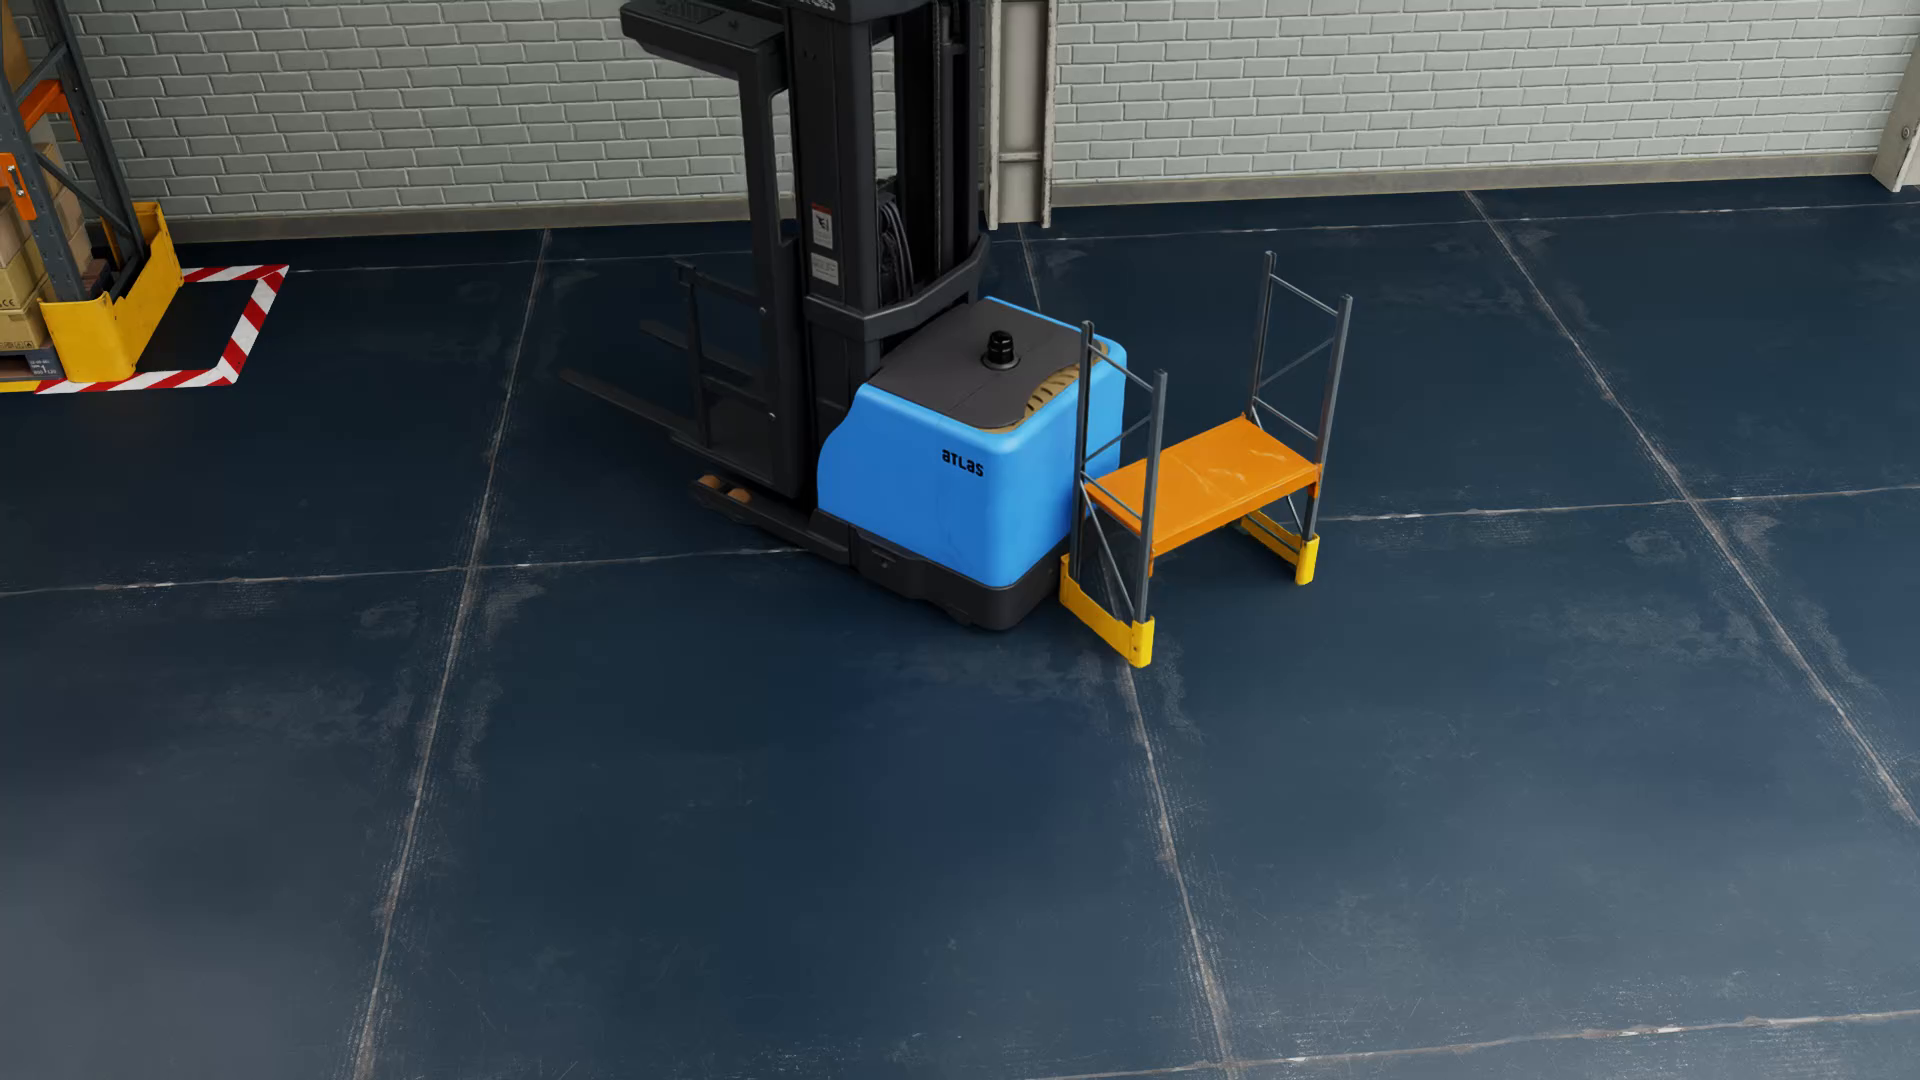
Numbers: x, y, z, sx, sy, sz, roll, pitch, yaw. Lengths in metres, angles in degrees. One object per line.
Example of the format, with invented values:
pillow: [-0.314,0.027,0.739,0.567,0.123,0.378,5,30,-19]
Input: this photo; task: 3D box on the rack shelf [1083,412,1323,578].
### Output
rack shelf: [1.067,-0.220,7.430,1.000,0.185,0.538,-24,44,-27]

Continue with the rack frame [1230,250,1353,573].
rack frame: [1.482,-0.543,7.549,0.032,1.500,0.500,-24,44,-27]

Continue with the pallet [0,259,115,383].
pallet: [-5.596,-1.244,9.479,1.213,0.211,1.003,-3,38,-4]

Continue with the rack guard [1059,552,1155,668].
rack guard: [0.653,0.311,7.476,0.087,0.250,0.587,-24,44,-27]

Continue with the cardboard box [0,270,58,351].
cardboard box: [-5.278,-1.272,9.143,0.500,0.250,0.500,-3,38,-4]

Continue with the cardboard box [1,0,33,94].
cardboard box: [-5.356,-2.590,8.852,0.500,0.500,0.500,-2,38,-3]

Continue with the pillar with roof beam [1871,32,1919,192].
pillar with roof beam: [6.723,-3.282,4.967,0.400,9.000,9.100,-3,38,-4]

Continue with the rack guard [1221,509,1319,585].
rack guard: [1.466,-0.045,7.927,0.087,0.250,0.587,-24,44,-27]

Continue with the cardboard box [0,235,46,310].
cardboard box: [-5.295,-1.469,8.989,0.500,0.250,0.500,-4,38,-5]

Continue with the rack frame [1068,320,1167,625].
rack frame: [0.652,-0.179,7.089,0.032,1.500,0.500,-24,44,-27]

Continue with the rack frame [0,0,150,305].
rack frame: [-4.838,-2.407,8.701,0.127,3.000,1.000,-3,38,-4]

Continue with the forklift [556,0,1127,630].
forklift: [-0.726,-1.477,7.578,3.031,2.935,1.130,24,44,27]

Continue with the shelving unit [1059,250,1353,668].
shelving unit: [1.060,-0.358,7.315,1.083,1.500,0.587,-24,44,-27]

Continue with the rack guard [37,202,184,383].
rack guard: [-4.814,-1.427,9.477,0.348,0.500,1.175,-3,38,-4]

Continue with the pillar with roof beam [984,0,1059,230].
pillar with roof beam: [0.746,-2.953,4.550,0.400,9.000,9.100,-3,38,-4]

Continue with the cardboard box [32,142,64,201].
cardboard box: [-5.334,-1.975,9.227,0.500,0.250,0.500,-4,38,-5]

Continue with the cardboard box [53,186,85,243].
cardboard box: [-5.325,-1.791,9.397,0.500,0.250,0.500,-2,38,-3]

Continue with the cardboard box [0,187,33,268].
cardboard box: [-5.269,-1.667,8.837,0.500,0.250,0.500,-2,38,-2]

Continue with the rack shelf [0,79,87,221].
rack shelf: [-6.830,-2.015,8.785,4.000,0.370,1.077,-3,38,-4]

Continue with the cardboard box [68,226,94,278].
cardboard box: [-5.345,-1.586,9.541,0.500,0.250,0.500,-3,38,-4]

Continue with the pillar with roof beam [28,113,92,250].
pillar with roof beam: [-5.230,-2.624,4.132,0.400,9.000,9.100,-3,38,-4]
